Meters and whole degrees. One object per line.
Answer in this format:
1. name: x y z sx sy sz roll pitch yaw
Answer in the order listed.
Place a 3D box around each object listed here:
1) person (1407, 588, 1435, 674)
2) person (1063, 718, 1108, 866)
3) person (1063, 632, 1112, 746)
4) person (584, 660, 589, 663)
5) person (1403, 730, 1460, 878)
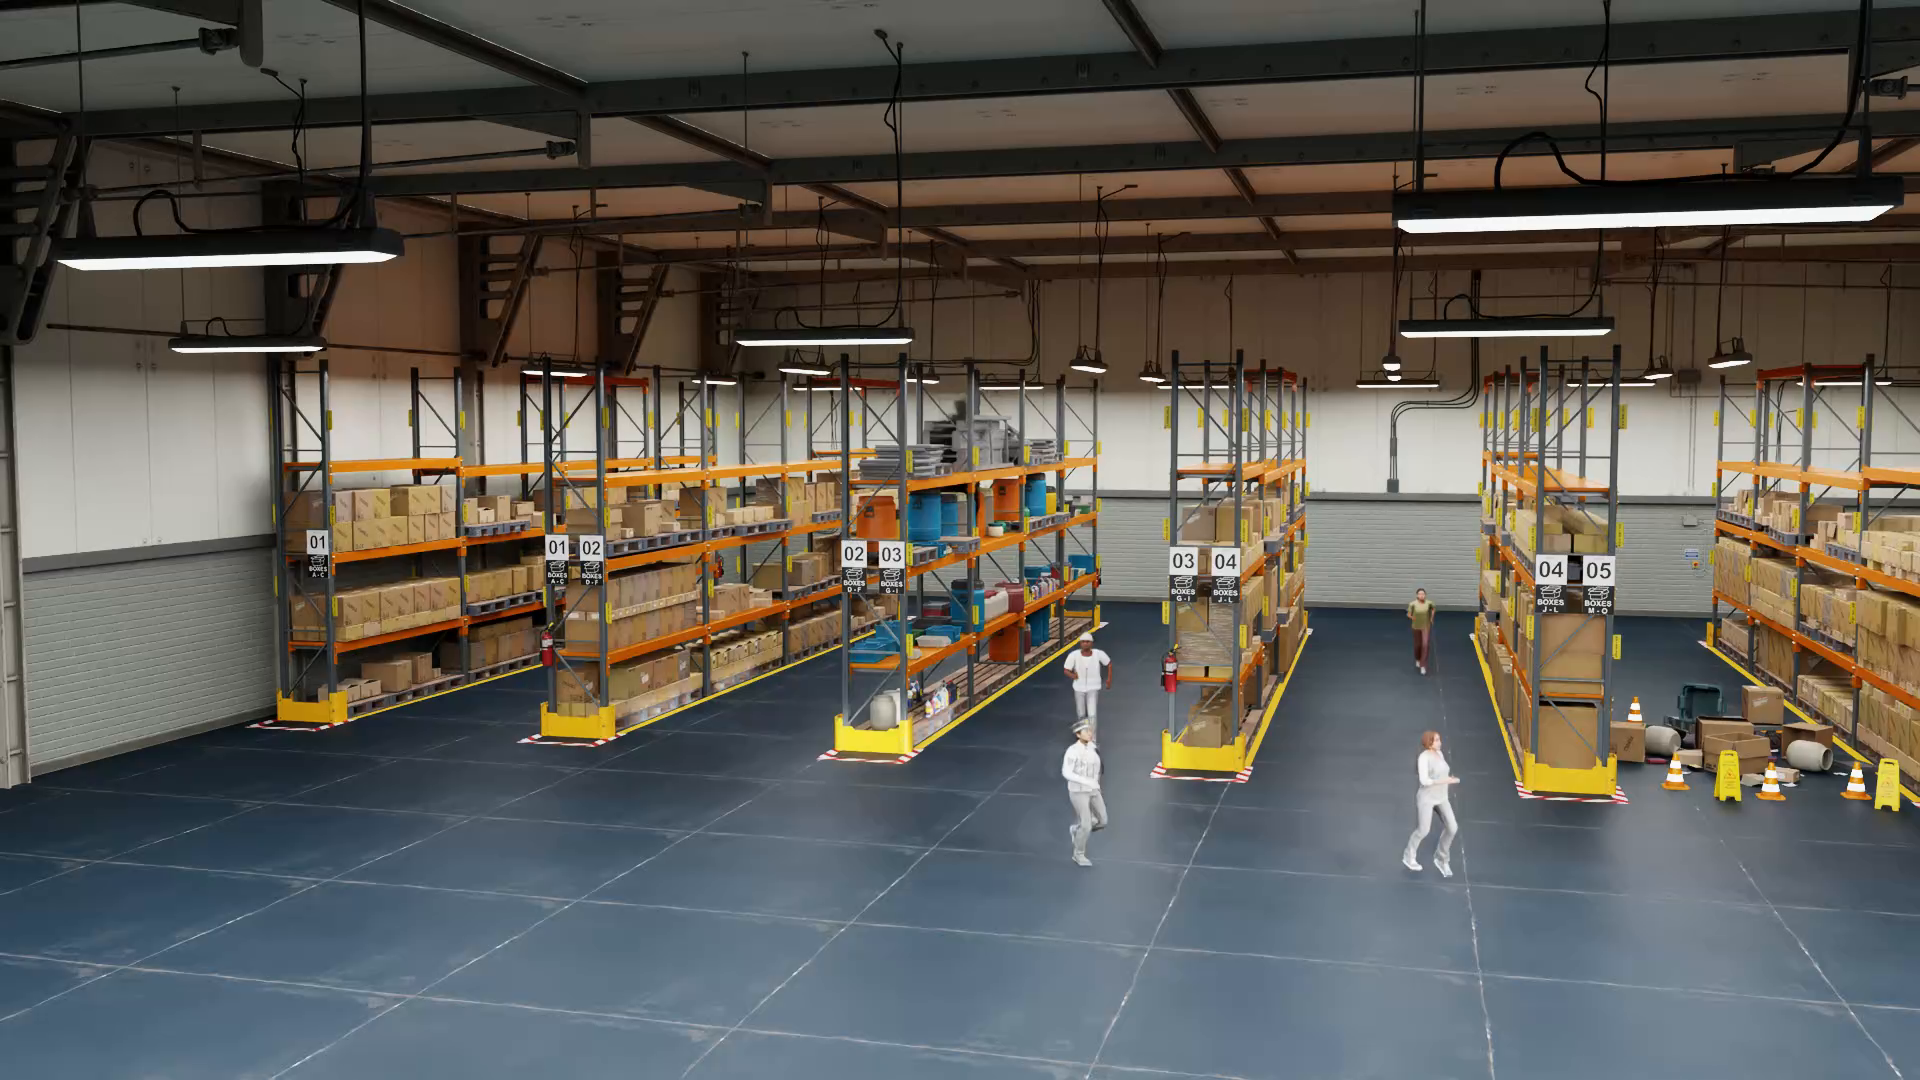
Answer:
1. person: 9.170 1.777 33.101 0.550 1.669 0.966 1 4 16
2. person: 1.426 2.828 18.721 0.524 1.659 0.658 4 6 45
3. person: 1.934 2.319 25.282 0.724 1.847 0.757 1 4 10
4. person: -6.884 1.894 31.006 0.682 1.776 0.666 1 4 11
5. person: 5.190 2.897 18.241 0.526 1.647 0.684 -3 5 -35
